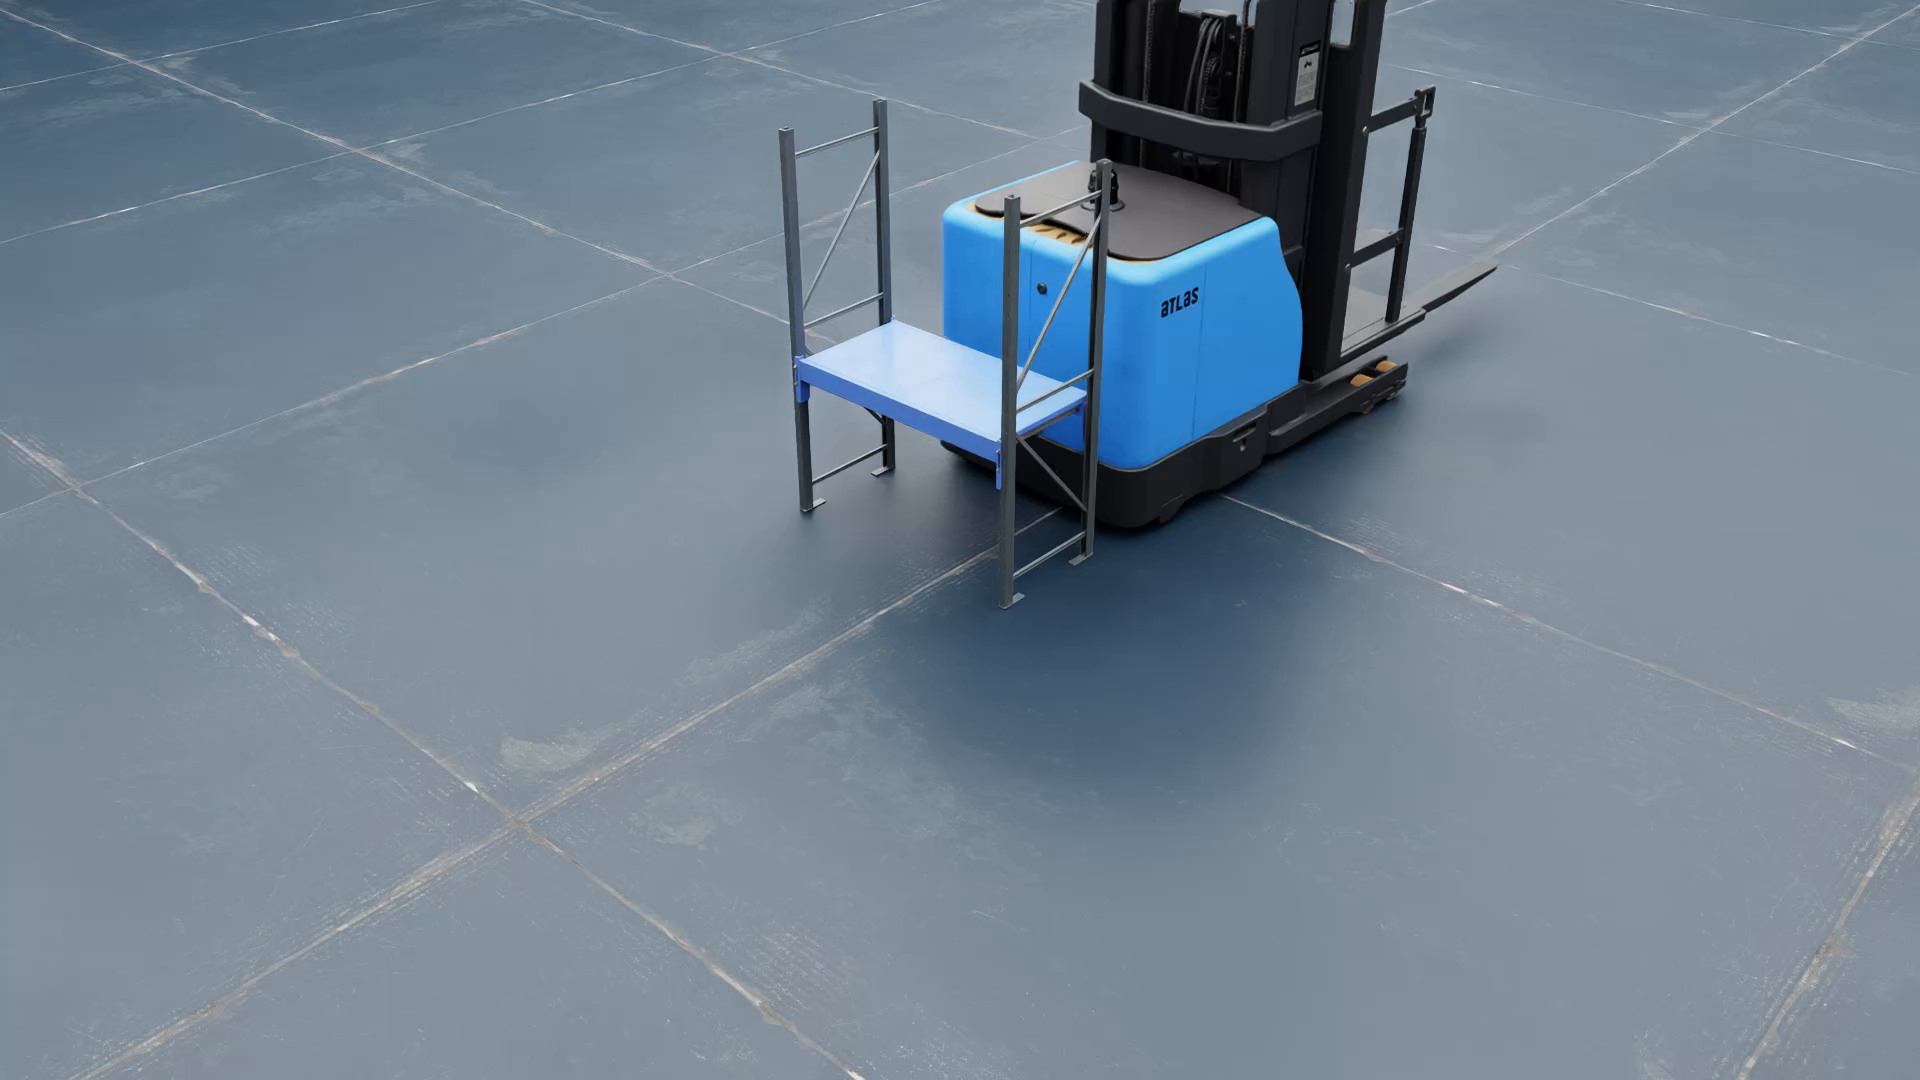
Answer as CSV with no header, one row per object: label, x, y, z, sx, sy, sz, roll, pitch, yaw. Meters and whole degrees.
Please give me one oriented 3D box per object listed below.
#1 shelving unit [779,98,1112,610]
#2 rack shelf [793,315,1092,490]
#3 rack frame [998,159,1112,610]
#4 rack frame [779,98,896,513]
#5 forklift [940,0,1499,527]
shelving unit,-0.063,-0.672,5.912,1.048,1.500,0.538,25,39,35
rack shelf,-0.063,-0.518,6.005,1.000,0.185,0.538,25,39,35
rack frame,0.314,-0.496,5.620,0.032,1.500,0.500,25,39,35
rack frame,-0.440,-0.848,6.204,0.032,1.500,0.500,25,39,35
forklift,1.308,-1.964,6.671,1.130,2.935,3.031,27,40,37
